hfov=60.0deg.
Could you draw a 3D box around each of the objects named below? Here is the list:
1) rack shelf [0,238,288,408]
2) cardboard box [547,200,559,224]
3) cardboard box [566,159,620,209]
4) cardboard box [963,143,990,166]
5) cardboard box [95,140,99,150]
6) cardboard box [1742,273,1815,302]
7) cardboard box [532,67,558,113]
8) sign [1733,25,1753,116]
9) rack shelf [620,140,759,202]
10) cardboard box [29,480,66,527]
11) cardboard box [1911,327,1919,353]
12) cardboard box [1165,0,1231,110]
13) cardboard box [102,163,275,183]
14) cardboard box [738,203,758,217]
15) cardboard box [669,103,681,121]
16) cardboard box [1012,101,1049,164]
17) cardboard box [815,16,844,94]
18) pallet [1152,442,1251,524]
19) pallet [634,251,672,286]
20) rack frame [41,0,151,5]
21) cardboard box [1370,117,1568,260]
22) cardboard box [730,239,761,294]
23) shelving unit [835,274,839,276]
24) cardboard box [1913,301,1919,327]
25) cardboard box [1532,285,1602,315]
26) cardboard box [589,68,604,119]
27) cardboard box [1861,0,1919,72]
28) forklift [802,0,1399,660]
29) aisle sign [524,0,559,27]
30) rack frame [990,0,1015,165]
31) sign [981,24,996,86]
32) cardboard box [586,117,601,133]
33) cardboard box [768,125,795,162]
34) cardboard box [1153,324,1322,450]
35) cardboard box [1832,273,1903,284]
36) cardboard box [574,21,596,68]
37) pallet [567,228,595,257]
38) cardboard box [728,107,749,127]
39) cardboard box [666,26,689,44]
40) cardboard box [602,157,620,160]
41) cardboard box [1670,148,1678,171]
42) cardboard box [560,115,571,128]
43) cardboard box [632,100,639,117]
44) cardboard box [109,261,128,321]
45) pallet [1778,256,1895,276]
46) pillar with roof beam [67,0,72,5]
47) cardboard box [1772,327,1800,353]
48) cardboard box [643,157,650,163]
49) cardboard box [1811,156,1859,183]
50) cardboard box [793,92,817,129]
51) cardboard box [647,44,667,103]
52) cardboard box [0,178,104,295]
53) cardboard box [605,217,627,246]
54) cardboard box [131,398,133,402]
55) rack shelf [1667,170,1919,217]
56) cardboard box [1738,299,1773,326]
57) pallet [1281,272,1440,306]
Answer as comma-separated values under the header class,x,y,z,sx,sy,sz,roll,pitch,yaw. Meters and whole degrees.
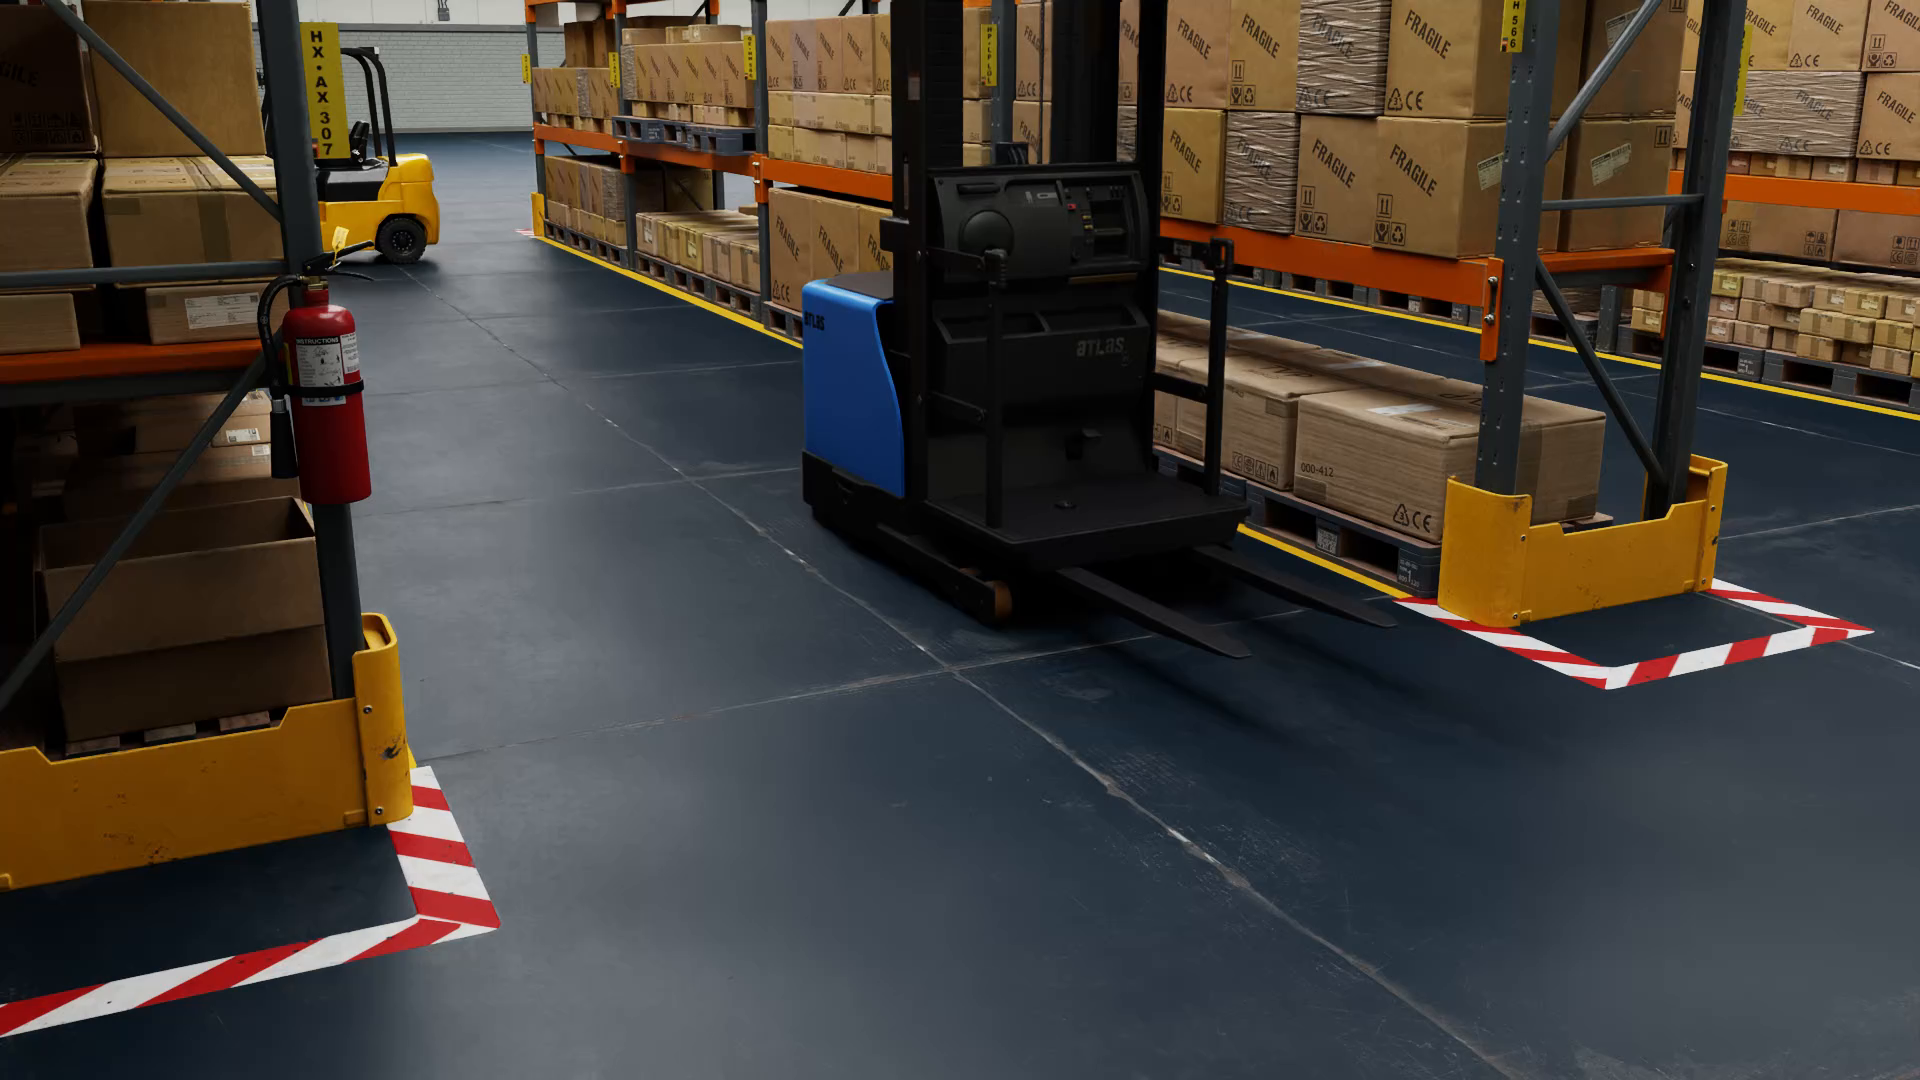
class,x,y,z,sx,sy,sz,roll,pitch,yaw
rack shelf,-2.940,-0.779,5.831,1.077,0.370,4.000,-8,18,-25
cardboard box,-4.508,-3.844,19.430,0.500,0.250,0.500,-8,18,-25
cardboard box,-4.052,-3.944,18.420,0.500,0.500,0.500,-7,18,-24
cardboard box,0.221,-2.230,9.856,0.500,0.250,0.500,-8,18,-26
cardboard box,-3.616,-1.413,6.468,0.500,0.250,0.500,-8,18,-25
cardboard box,5.372,-1.658,10.917,0.380,0.149,0.250,-8,18,-26
cardboard box,-4.655,-5.237,19.341,0.500,0.500,0.500,-8,18,-26
sign,2.898,-1.749,6.195,0.100,0.325,0.005,-8,18,-25
rack shelf,-1.984,-3.363,14.837,1.077,0.370,4.000,-8,18,-25
cardboard box,-3.549,-0.152,6.750,0.380,0.149,0.250,-8,18,-26
cardboard box,5.847,-1.179,9.789,0.380,0.149,0.250,-7,18,-24
cardboard box,1.284,-2.223,7.565,0.500,0.500,0.500,-8,18,-25
cardboard box,-2.241,-0.970,4.925,0.500,0.250,0.500,-7,18,-24
cardboard box,-2.107,-3.435,18.309,0.500,0.500,0.500,4,16,13
cardboard box,-2.356,-3.784,14.694,0.380,0.149,0.250,-7,17,-23
cardboard box,0.614,-2.121,9.024,0.500,0.500,0.500,-7,17,-23
cardboard box,-0.673,-3.338,11.451,0.500,0.500,0.500,-7,17,-23
pallet,1.445,-0.380,8.193,1.003,0.211,1.213,-8,18,-25
pallet,-2.518,-2.672,16.178,1.003,0.211,1.213,-8,18,-25
rack frame,-7.321,-3.604,14.373,1.000,3.000,0.127,-8,18,-25
cardboard box,1.947,-1.365,6.389,0.500,0.500,0.500,-8,18,-25
cardboard box,-1.347,-2.293,13.807,0.950,0.372,0.625,-9,18,-29
shelving unit,-0.438,-0.722,7.862,0.215,1.050,0.252,-9,18,-27
cardboard box,5.832,-1.321,9.744,0.380,0.149,0.250,-7,17,-23
cardboard box,4.499,-1.998,12.546,0.500,0.500,0.500,-8,18,-26
cardboard box,-3.510,-4.603,17.132,0.500,0.500,0.500,-7,17,-23
cardboard box,5.685,-2.992,9.706,0.500,0.500,0.500,-8,18,-27
forklift,0.429,-1.239,6.253,1.130,2.935,3.031,-9,18,-27
aisle sign,-4.919,-6.424,19.487,0.394,0.787,0.004,-8,18,-25
rack frame,0.644,-2.221,9.553,1.000,3.000,0.127,-8,18,-25
sign,0.161,-2.672,9.168,0.100,0.325,0.005,-8,18,-25
cardboard box,-3.723,-4.379,17.526,0.380,0.149,0.250,-8,18,-26
cardboard box,-1.120,-2.989,12.502,0.500,0.250,0.500,-8,18,-26
cardboard box,1.215,-0.801,8.488,0.875,0.438,0.875,-8,18,-27
cardboard box,5.948,-1.656,10.912,0.380,0.149,0.250,-9,18,-28
cardboard box,-3.978,-5.642,18.939,0.700,0.500,0.500,-7,18,-24
pallet,-3.725,-3.330,18.472,1.003,0.211,1.213,-8,18,-25
cardboard box,-1.646,-3.405,13.372,0.380,0.149,0.250,-7,18,-24
cardboard box,-2.404,-4.493,14.813,0.380,0.149,0.250,-7,17,-22
cardboard box,-3.796,-4.141,19.108,0.500,0.500,0.500,-7,17,-23
cardboard box,4.880,-2.614,11.377,0.380,0.149,0.250,-7,17,-23
cardboard box,-4.270,-4.702,18.653,0.380,0.149,0.250,-7,17,-23
cardboard box,-2.902,-4.111,15.832,0.380,0.149,0.250,-7,18,-24
cardboard box,-2.261,-0.741,4.851,0.380,0.149,0.250,-8,18,-26
pallet,8.608,-2.564,15.802,1.003,0.211,1.213,-8,18,-25
pillar with roof beam,-18.851,-15.157,43.755,9.100,9.000,0.400,-8,18,-25
cardboard box,5.498,-1.306,10.772,0.380,0.149,0.250,-9,18,-27
cardboard box,-3.225,-4.168,18.026,0.380,0.149,0.250,-7,17,-22
cardboard box,5.500,-2.293,10.260,0.380,0.149,0.250,-7,17,-22
cardboard box,-0.883,-3.098,11.973,0.500,0.250,0.500,-7,18,-24
cardboard box,-2.489,-4.199,14.962,0.500,0.500,0.500,-8,18,-25
cardboard box,-2.504,-0.782,4.269,0.500,0.250,0.500,-7,17,-23
cardboard box,-3.361,-3.199,17.185,0.500,0.250,0.500,-7,17,-22
cardboard box,-4.507,-0.831,8.479,0.500,0.500,0.500,-8,18,-27
rack shelf,5.926,-2.003,10.096,1.077,0.370,4.000,-8,18,-25
cardboard box,5.367,-1.515,10.961,0.380,0.149,0.250,-9,18,-28
pallet,3.638,-2.302,14.890,1.003,0.211,1.213,-8,18,-25
